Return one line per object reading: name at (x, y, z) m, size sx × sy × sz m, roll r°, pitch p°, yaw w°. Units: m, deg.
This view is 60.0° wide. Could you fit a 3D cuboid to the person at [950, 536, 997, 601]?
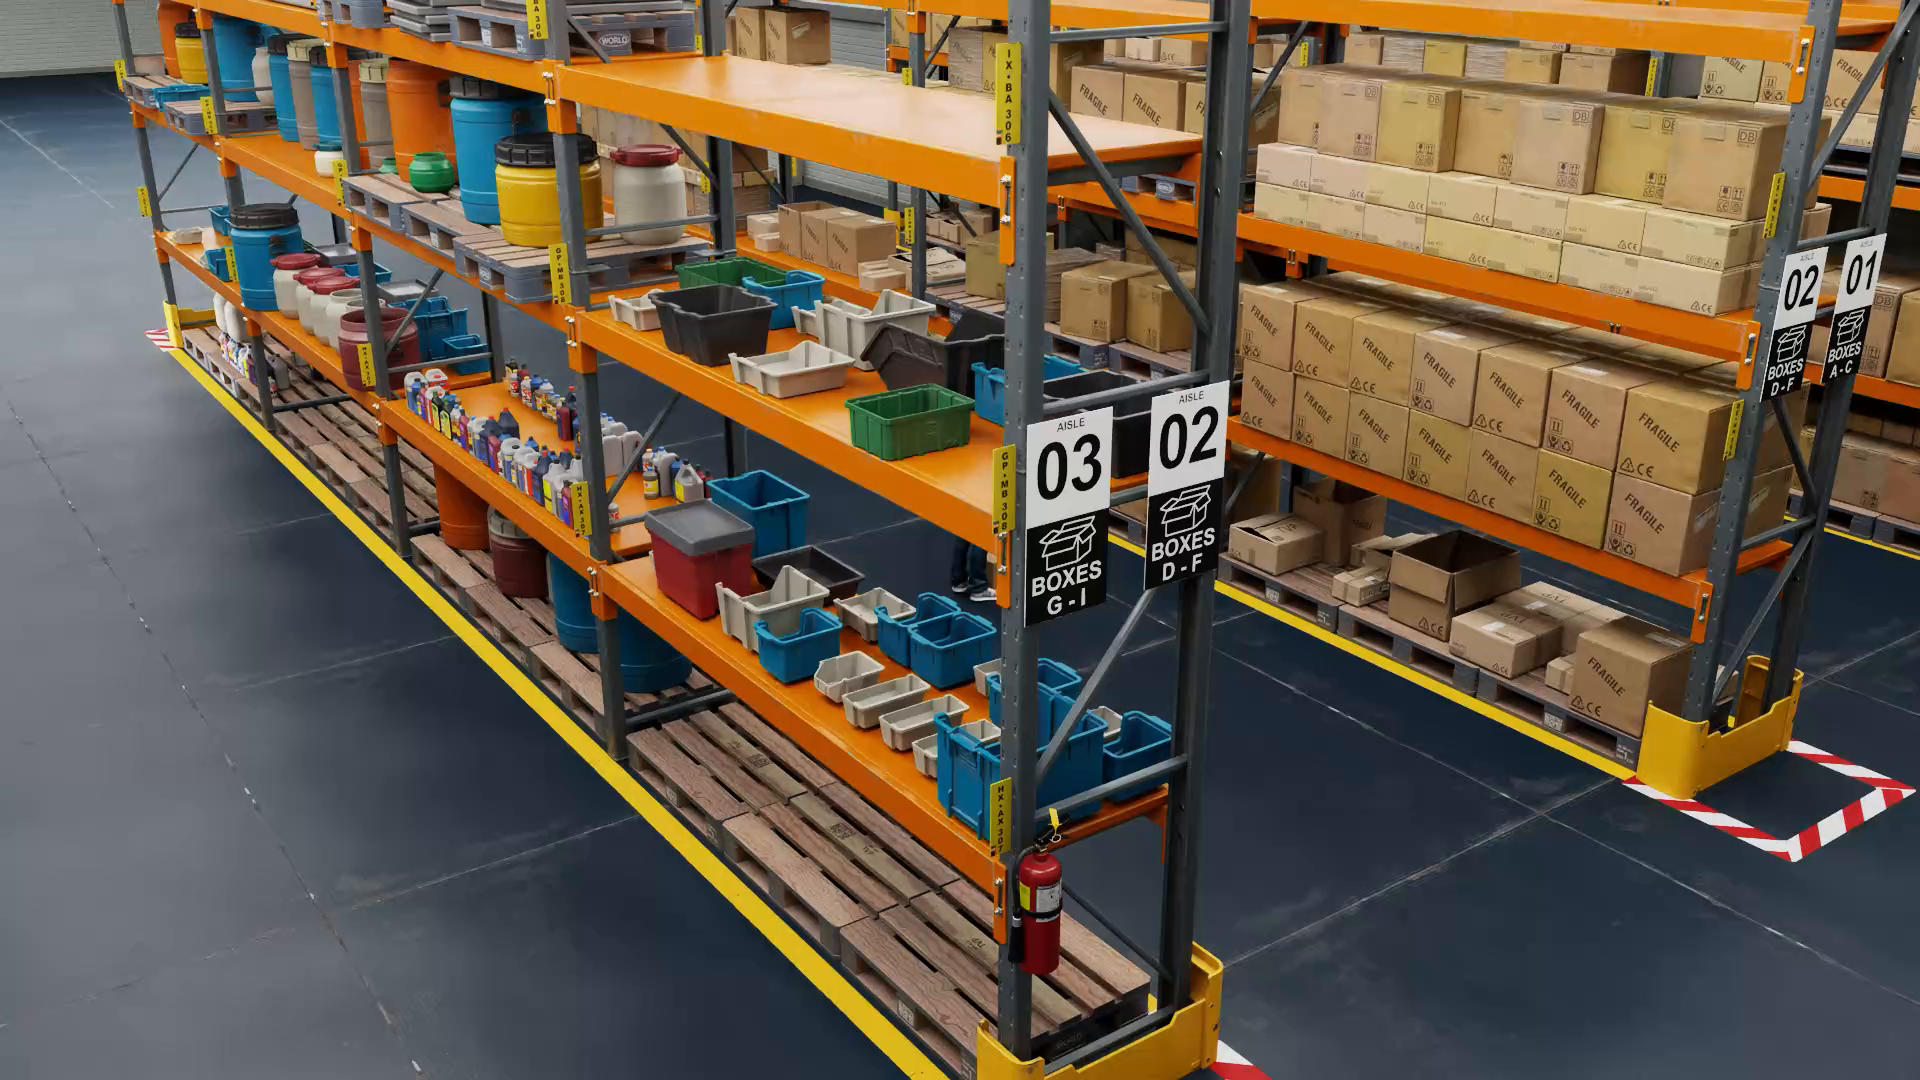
person at (0.079, -0.339, 12.233) m, size 0.345 × 1.591 × 0.478 m, roll -17°, pitch 27°, yaw -36°
